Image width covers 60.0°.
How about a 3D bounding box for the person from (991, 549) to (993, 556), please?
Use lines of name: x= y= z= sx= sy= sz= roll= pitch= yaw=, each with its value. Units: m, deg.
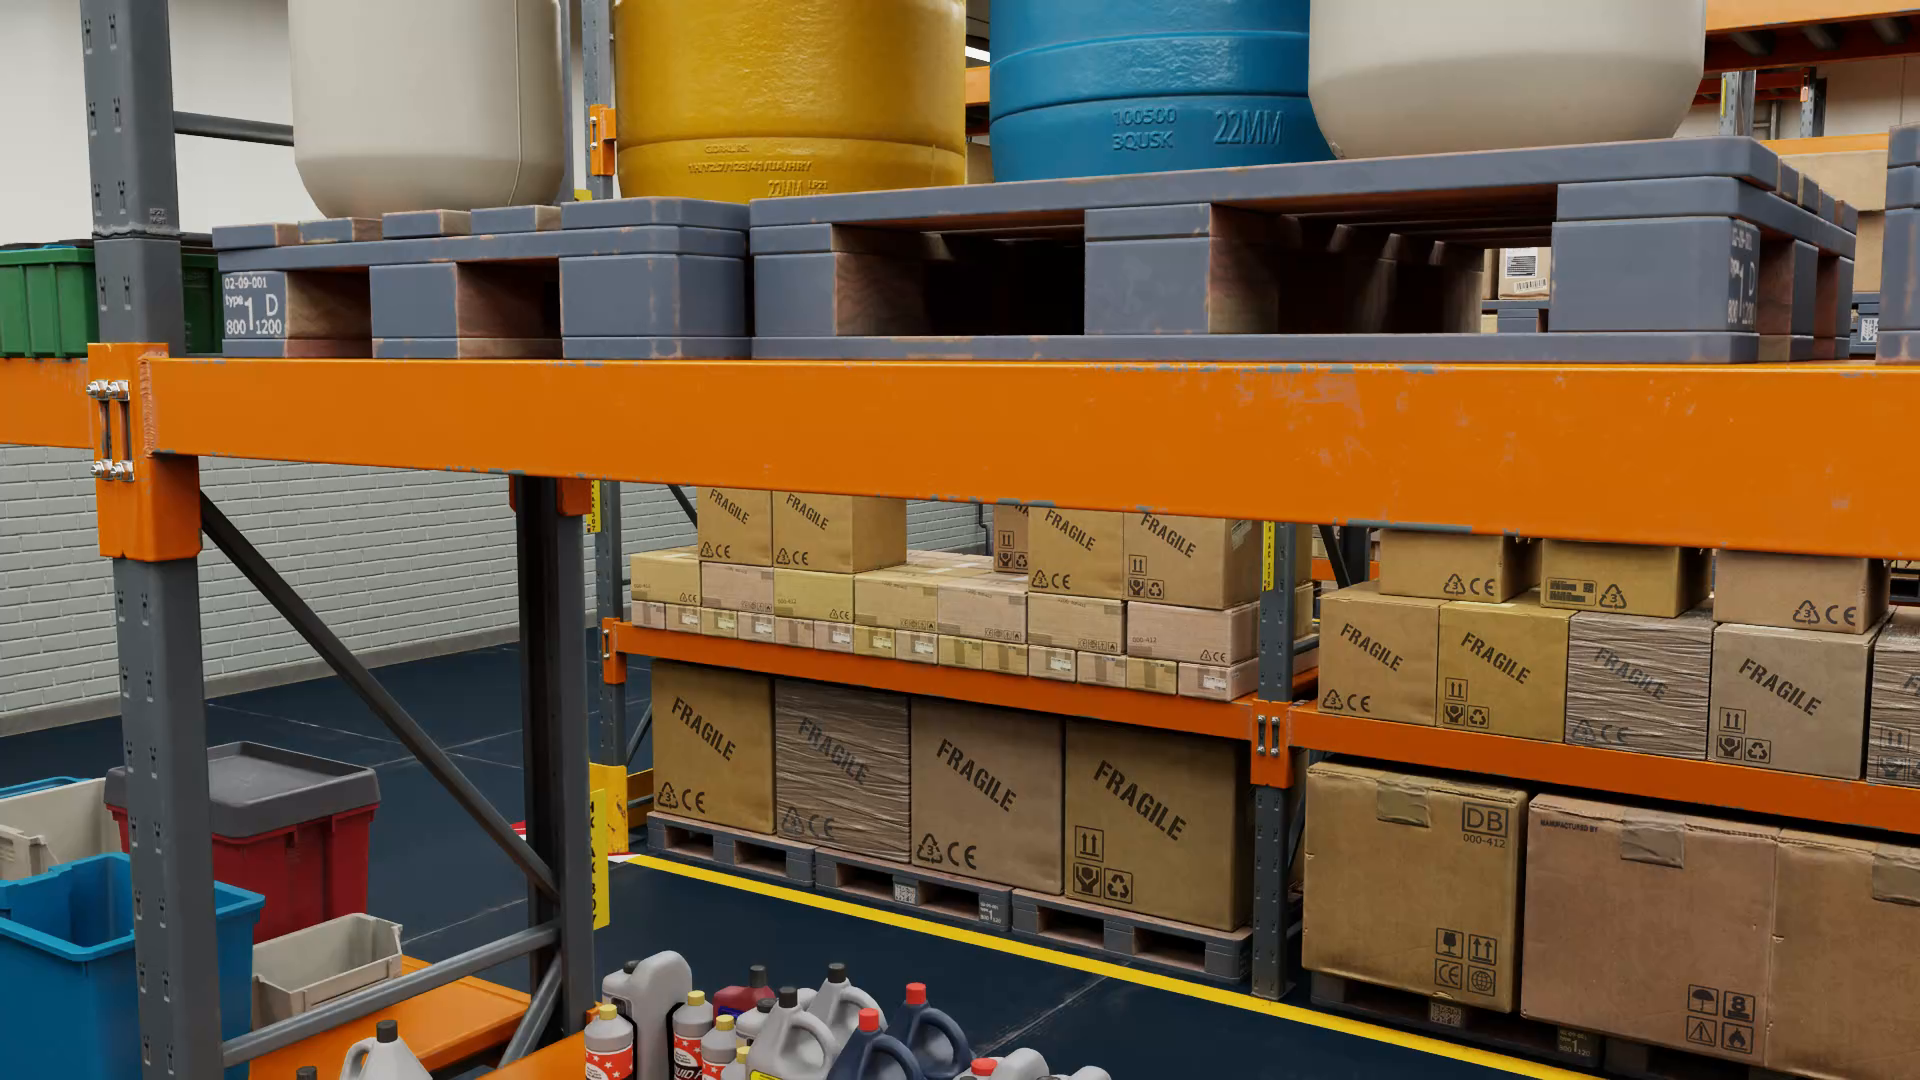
person: x=0.643 y=0.157 z=19.491 sx=0.418 sy=0.901 sz=0.811 roll=4 pitch=8 yaw=32
